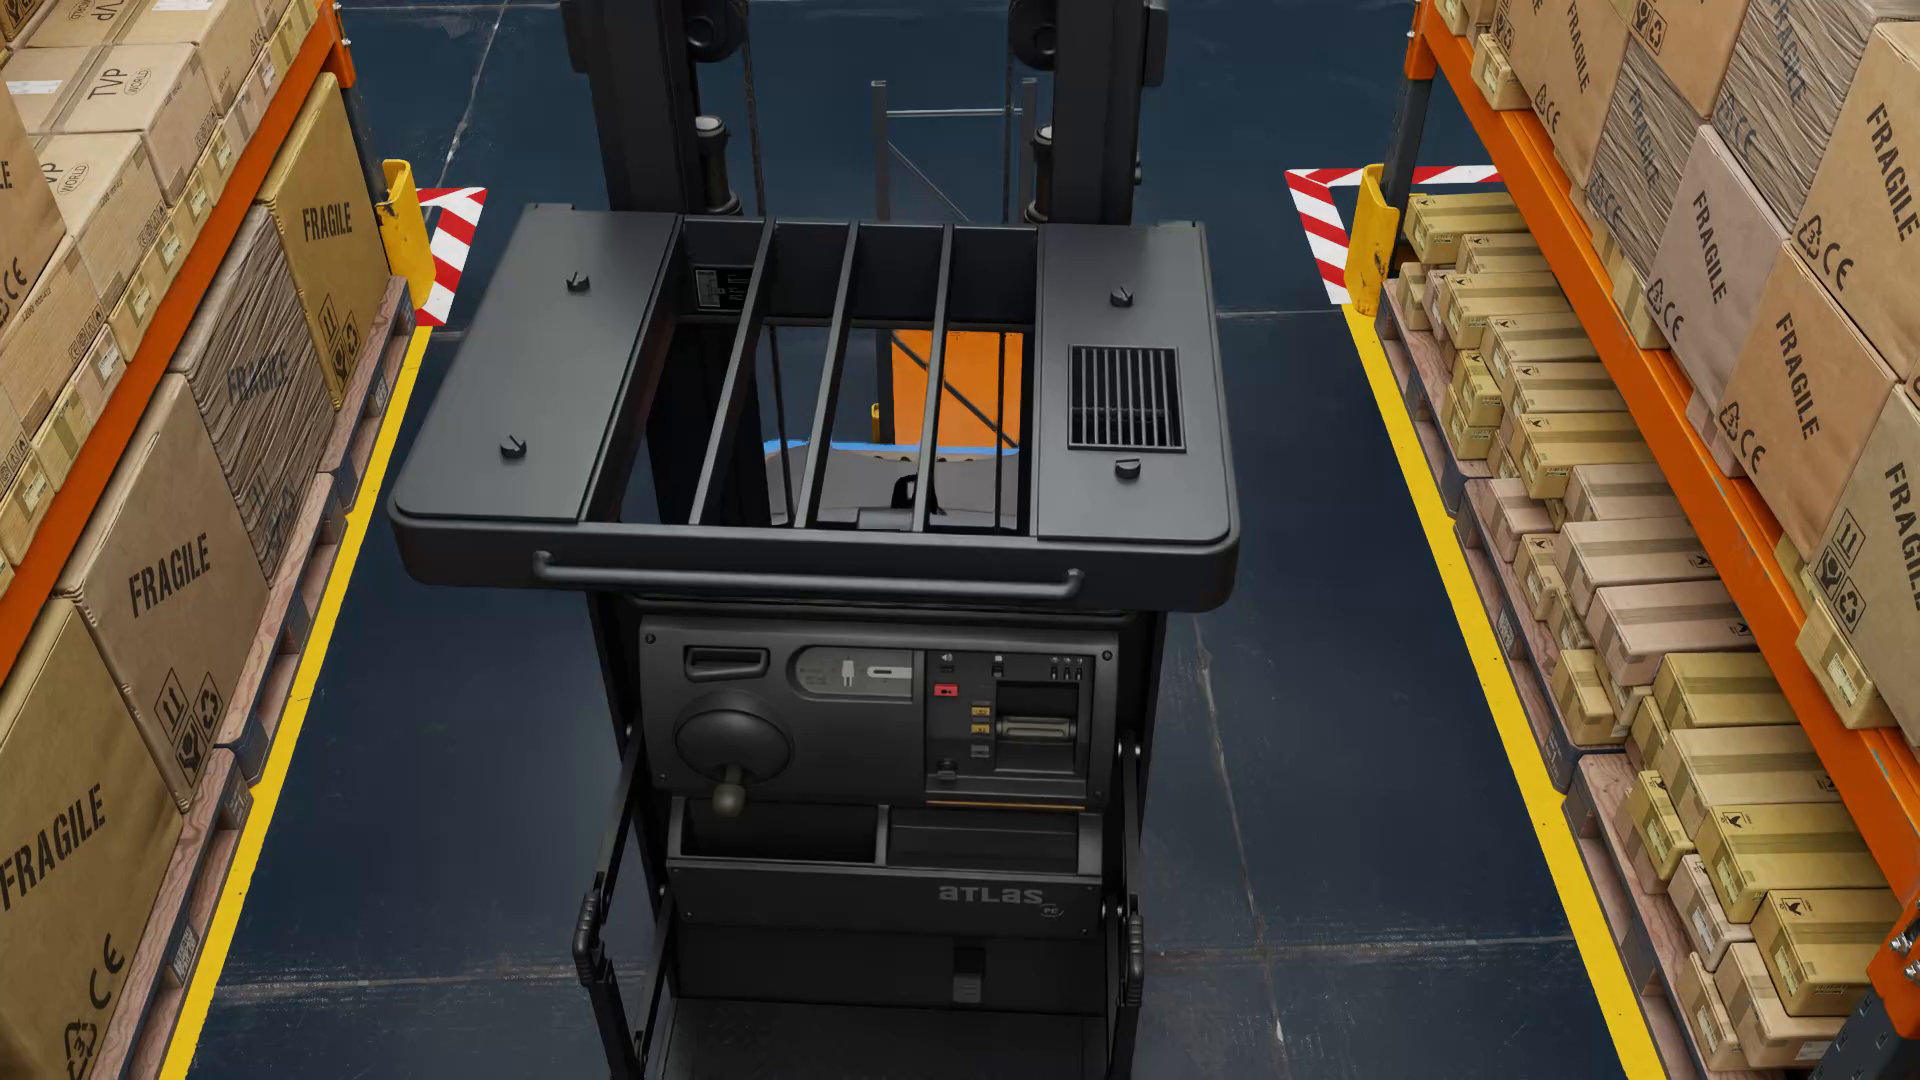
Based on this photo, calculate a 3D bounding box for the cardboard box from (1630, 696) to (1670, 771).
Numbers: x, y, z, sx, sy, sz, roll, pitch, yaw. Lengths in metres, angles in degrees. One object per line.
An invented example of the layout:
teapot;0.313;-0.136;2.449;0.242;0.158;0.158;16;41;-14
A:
cardboard box;2.060;0.557;4.502;0.380;0.149;0.250;-1;43;-1

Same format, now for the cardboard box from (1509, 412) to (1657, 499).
cardboard box;1.945;-0.264;5.177;0.380;0.149;0.250;-1;43;-1

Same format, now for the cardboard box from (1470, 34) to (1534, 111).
cardboard box;1.883;-1.517;5.371;0.380;0.149;0.250;-3;43;-3

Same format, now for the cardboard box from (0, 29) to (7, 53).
cardboard box;-2.973;-1.430;4.426;0.500;0.500;0.500;-3;43;-3

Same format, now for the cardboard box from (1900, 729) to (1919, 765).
cardboard box;2.110;0.415;3.263;0.380;0.149;0.250;-2;43;-2

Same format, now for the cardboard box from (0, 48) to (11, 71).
cardboard box;-2.976;-1.150;4.676;0.500;0.250;0.500;-3;43;-3

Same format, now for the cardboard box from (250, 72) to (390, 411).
cardboard box;-2.666;-1.060;5.948;0.875;0.875;0.875;-2;43;-2

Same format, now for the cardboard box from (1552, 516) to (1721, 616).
cardboard box;1.952;0.074;4.808;0.380;0.149;0.250;-3;43;-3

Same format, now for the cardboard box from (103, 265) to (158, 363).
cardboard box;-2.351;-0.586;4.356;0.380;0.149;0.250;-3;43;-3

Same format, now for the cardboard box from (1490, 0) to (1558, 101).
cardboard box;1.978;-1.667;5.054;0.500;0.500;0.500;-2;43;-2

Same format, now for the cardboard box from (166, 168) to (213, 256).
cardboard box;-2.373;-0.930;4.730;0.380;0.149;0.250;-1;43;-2

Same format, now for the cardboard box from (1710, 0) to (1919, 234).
cardboard box;2.031;-1.011;3.599;0.500;0.500;0.500;-1;43;-1

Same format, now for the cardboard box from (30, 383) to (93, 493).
cardboard box;-2.331;-0.239;3.977;0.380;0.149;0.250;-2;43;-2

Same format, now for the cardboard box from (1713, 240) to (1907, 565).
cardboard box;2.033;-0.307;3.571;0.500;0.500;0.500;-3;43;-3

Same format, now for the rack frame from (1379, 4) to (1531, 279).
rack frame;2.186;-2.192;5.921;1.000;3.000;0.127;-2;43;-2

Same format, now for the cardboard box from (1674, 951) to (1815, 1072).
cardboard box;1.999;1.150;4.075;0.380;0.149;0.250;-1;43;-1

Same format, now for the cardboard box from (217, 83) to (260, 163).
cardboard box;-2.397;-1.280;5.112;0.380;0.149;0.250;-1;43;-1

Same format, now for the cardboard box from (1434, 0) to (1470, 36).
cardboard box;1.873;-1.871;5.757;0.380;0.149;0.250;-2;43;-2

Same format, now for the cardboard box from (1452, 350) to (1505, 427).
cardboard box;1.909;-0.519;5.675;0.380;0.149;0.250;0;43;0

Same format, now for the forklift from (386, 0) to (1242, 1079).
forklift;-0.169;0.443;3.098;1.130;2.935;3.031;2;43;2

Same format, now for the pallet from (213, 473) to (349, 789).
pallet;-2.612;0.269;5.300;1.003;0.211;1.213;-2;43;-2

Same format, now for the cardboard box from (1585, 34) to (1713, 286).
cardboard box;2.014;-0.992;4.318;0.500;0.500;0.500;-3;43;-3

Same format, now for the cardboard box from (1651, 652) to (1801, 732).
cardboard box;2.080;0.436;4.413;0.380;0.149;0.250;0;43;0

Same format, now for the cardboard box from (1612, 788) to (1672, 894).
cardboard box;1.996;0.795;4.461;0.380;0.149;0.250;-3;43;-3

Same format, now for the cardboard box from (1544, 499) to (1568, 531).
cardboard box;2.068;-0.161;5.284;0.380;0.149;0.250;0;43;0

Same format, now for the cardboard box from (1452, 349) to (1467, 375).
cardboard box;1.999;-0.591;5.974;0.380;0.149;0.250;-1;43;-1

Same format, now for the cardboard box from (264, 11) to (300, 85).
cardboard box;-2.417;-1.619;5.482;0.380;0.149;0.250;-1;43;-1

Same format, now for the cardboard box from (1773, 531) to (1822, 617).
cardboard box;2.039;0.062;3.648;0.380;0.149;0.250;0;43;0

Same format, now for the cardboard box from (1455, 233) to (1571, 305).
cardboard box;2.001;-0.969;5.946;0.380;0.149;0.250;-1;43;-1

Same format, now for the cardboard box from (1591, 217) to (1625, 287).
cardboard box;1.990;-0.820;4.610;0.380;0.149;0.250;0;43;0

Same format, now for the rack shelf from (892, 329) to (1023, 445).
rack shelf;0.004;-0.363;5.302;0.538;0.185;1.000;-2;43;-2

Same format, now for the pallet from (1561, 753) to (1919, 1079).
pallet;2.292;1.084;4.411;1.003;0.211;1.213;-2;43;-2

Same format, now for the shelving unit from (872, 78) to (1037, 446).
shelving unit;0.003;-0.501;5.187;0.587;1.500;1.083;-2;43;-2

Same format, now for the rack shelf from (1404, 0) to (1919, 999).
rack shelf;2.271;-0.576;4.691;1.077;0.370;4.000;-2;43;-2

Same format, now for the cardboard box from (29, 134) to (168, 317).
cardboard box;-2.419;-0.815;4.310;0.500;0.250;0.500;-2;43;-2

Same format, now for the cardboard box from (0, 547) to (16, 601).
cardboard box;-2.307;0.111;3.595;0.380;0.149;0.250;0;43;0

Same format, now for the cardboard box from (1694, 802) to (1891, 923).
cardboard box;2.031;0.781;4.037;0.380;0.149;0.250;-1;43;-1

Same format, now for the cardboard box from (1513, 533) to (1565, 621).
cardboard box;1.968;0.111;5.208;0.380;0.149;0.250;-2;43;-2

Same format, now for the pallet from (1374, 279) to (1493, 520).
pallet;2.189;-0.563;6.208;1.003;0.211;1.213;-2;43;-2

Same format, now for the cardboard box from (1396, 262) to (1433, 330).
cardboard box;1.889;-0.933;6.347;0.380;0.149;0.250;-1;43;-1

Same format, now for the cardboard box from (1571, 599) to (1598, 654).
cardboard box;2.038;0.204;4.887;0.380;0.149;0.250;-4;43;-4

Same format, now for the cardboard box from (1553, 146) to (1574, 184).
cardboard box;2.018;-1.163;4.984;0.380;0.149;0.250;-2;43;-2

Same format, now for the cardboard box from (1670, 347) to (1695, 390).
cardboard box;2.054;-0.469;4.227;0.380;0.149;0.250;-2;43;-2

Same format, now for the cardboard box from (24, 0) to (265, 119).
cardboard box;-2.467;-1.510;5.068;0.500;0.250;0.500;-2;43;-3

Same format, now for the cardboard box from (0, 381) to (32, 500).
cardboard box;-2.378;-0.132;3.565;0.500;0.250;0.500;-2;43;-2

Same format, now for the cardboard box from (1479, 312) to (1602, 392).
cardboard box;1.977;-0.630;5.576;0.380;0.149;0.250;-4;43;-4

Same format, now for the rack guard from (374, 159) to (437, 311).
rack guard;-2.774;-1.213;6.703;1.175;0.500;0.348;-2;43;-2

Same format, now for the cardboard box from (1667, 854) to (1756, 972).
cardboard box;2.001;0.909;4.117;0.380;0.149;0.250;-4;43;-4

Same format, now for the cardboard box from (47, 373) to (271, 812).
cardboard box;-2.590;0.156;4.622;0.875;0.875;0.875;-2;43;-2

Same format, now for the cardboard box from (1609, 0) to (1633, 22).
cardboard box;1.968;-1.704;4.355;0.500;0.500;0.500;-3;43;-3

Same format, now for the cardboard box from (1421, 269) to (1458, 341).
cardboard box;1.907;-0.858;6.045;0.380;0.149;0.250;-2;43;-2

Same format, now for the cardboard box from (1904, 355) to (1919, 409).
cardboard box;2.066;-0.316;2.841;0.500;0.500;0.500;-3;43;-3

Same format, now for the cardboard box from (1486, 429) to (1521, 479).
cardboard box;2.007;-0.246;5.597;0.380;0.149;0.250;-2;43;-2

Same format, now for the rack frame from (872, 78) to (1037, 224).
rack frame;-0.018;-0.838;5.555;0.500;1.500;0.032;-2;43;-2

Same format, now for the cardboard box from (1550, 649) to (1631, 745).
cardboard box;1.955;0.451;4.837;0.380;0.149;0.250;-2;43;-2
